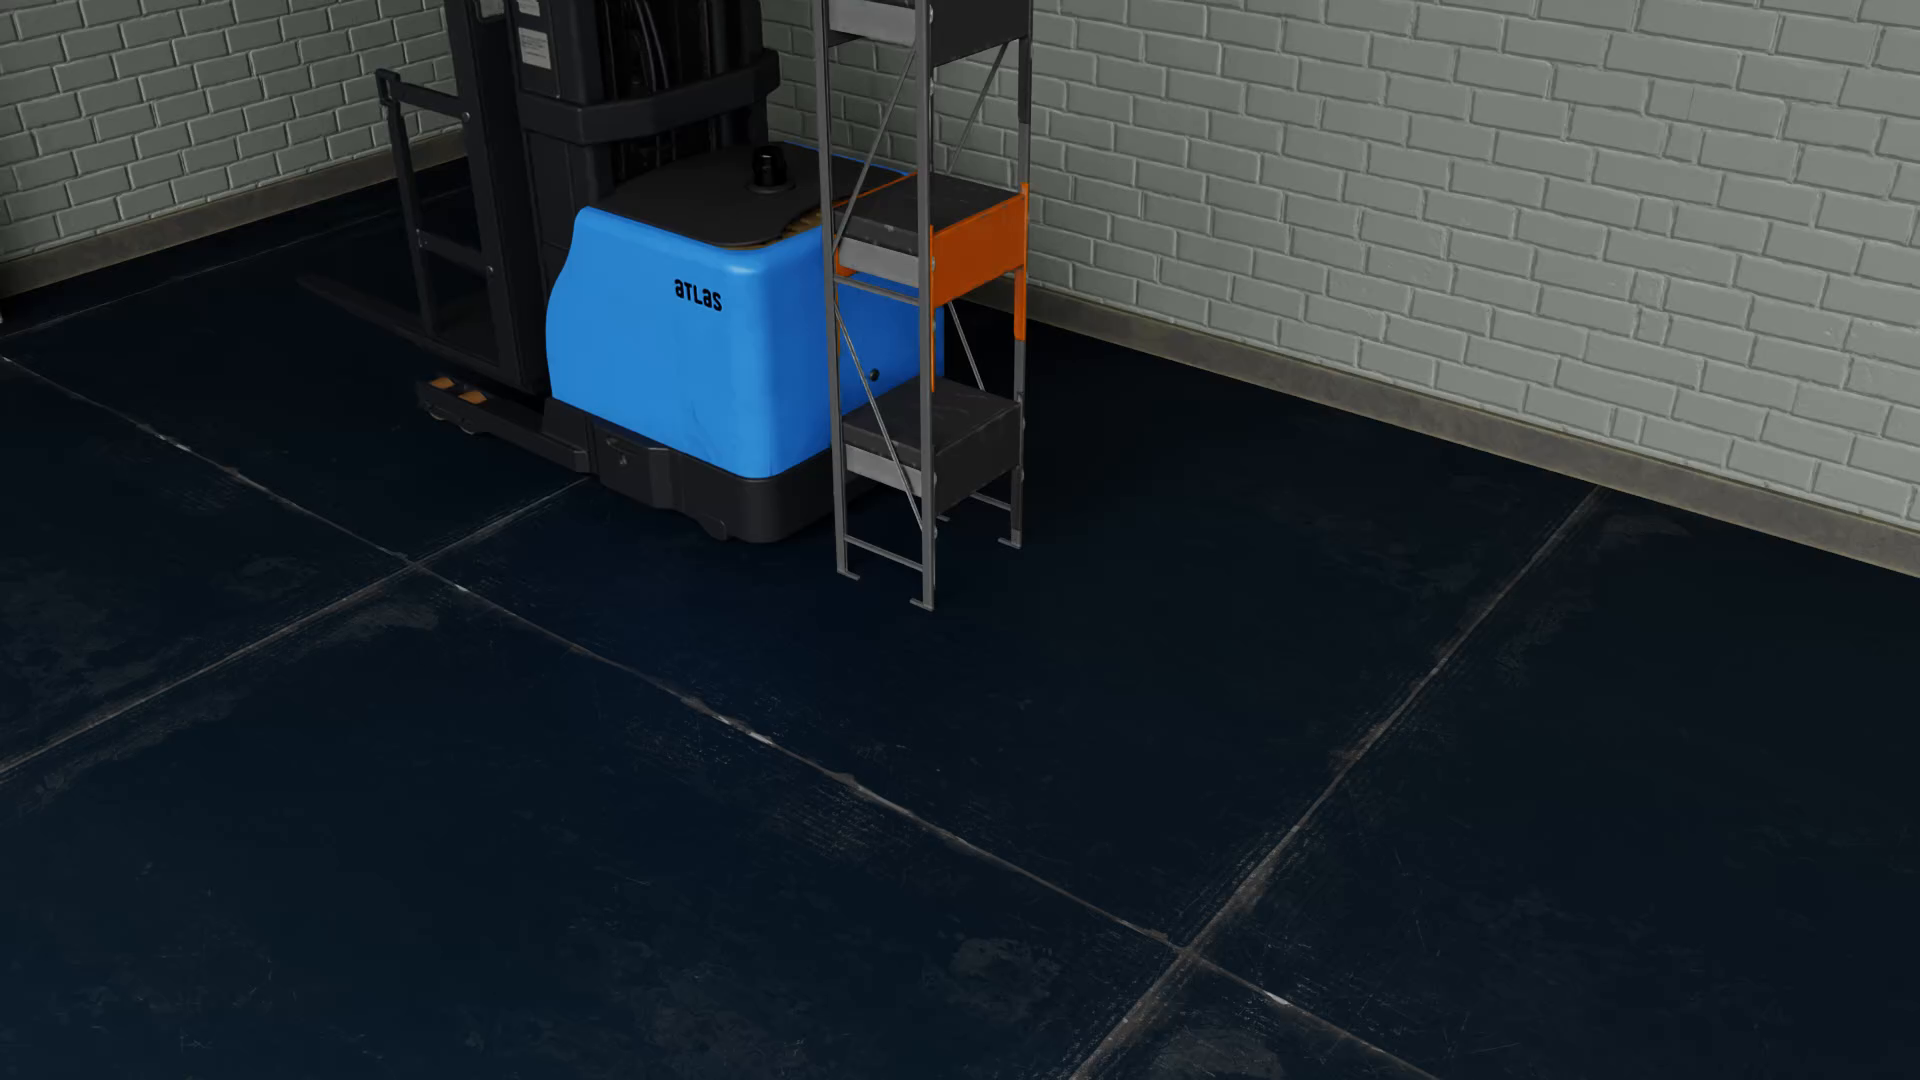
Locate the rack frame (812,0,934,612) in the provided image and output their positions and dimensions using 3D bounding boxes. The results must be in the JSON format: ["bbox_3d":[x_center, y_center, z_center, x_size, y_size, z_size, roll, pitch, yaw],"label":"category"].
[{"bbox_3d":[-0.247,-0.737,4.934,0.400,2.100,0.015,21,37,31],"label":"rack frame"}]

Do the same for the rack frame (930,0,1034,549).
[{"bbox_3d":[0.047,-0.935,5.269,0.400,2.100,0.015,21,37,31],"label":"rack frame"}]

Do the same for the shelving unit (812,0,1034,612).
[{"bbox_3d":[-0.100,-0.836,5.101,0.431,2.100,0.503,21,37,31],"label":"shelving unit"}]

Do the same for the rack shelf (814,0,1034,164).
[{"bbox_3d":[-0.100,-1.426,4.751,0.431,0.518,0.480,21,37,31],"label":"rack shelf"}]

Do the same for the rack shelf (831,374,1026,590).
[{"bbox_3d":[-0.100,-0.222,5.465,0.431,0.518,0.480,21,37,31],"label":"rack shelf"}]

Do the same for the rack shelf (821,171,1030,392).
[{"bbox_3d":[-0.100,-0.824,5.108,0.431,0.518,0.480,21,37,31],"label":"rack shelf"}]

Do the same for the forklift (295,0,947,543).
[{"bbox_3d":[-1.506,-1.857,6.009,3.031,2.935,1.130,22,37,33],"label":"forklift"}]
